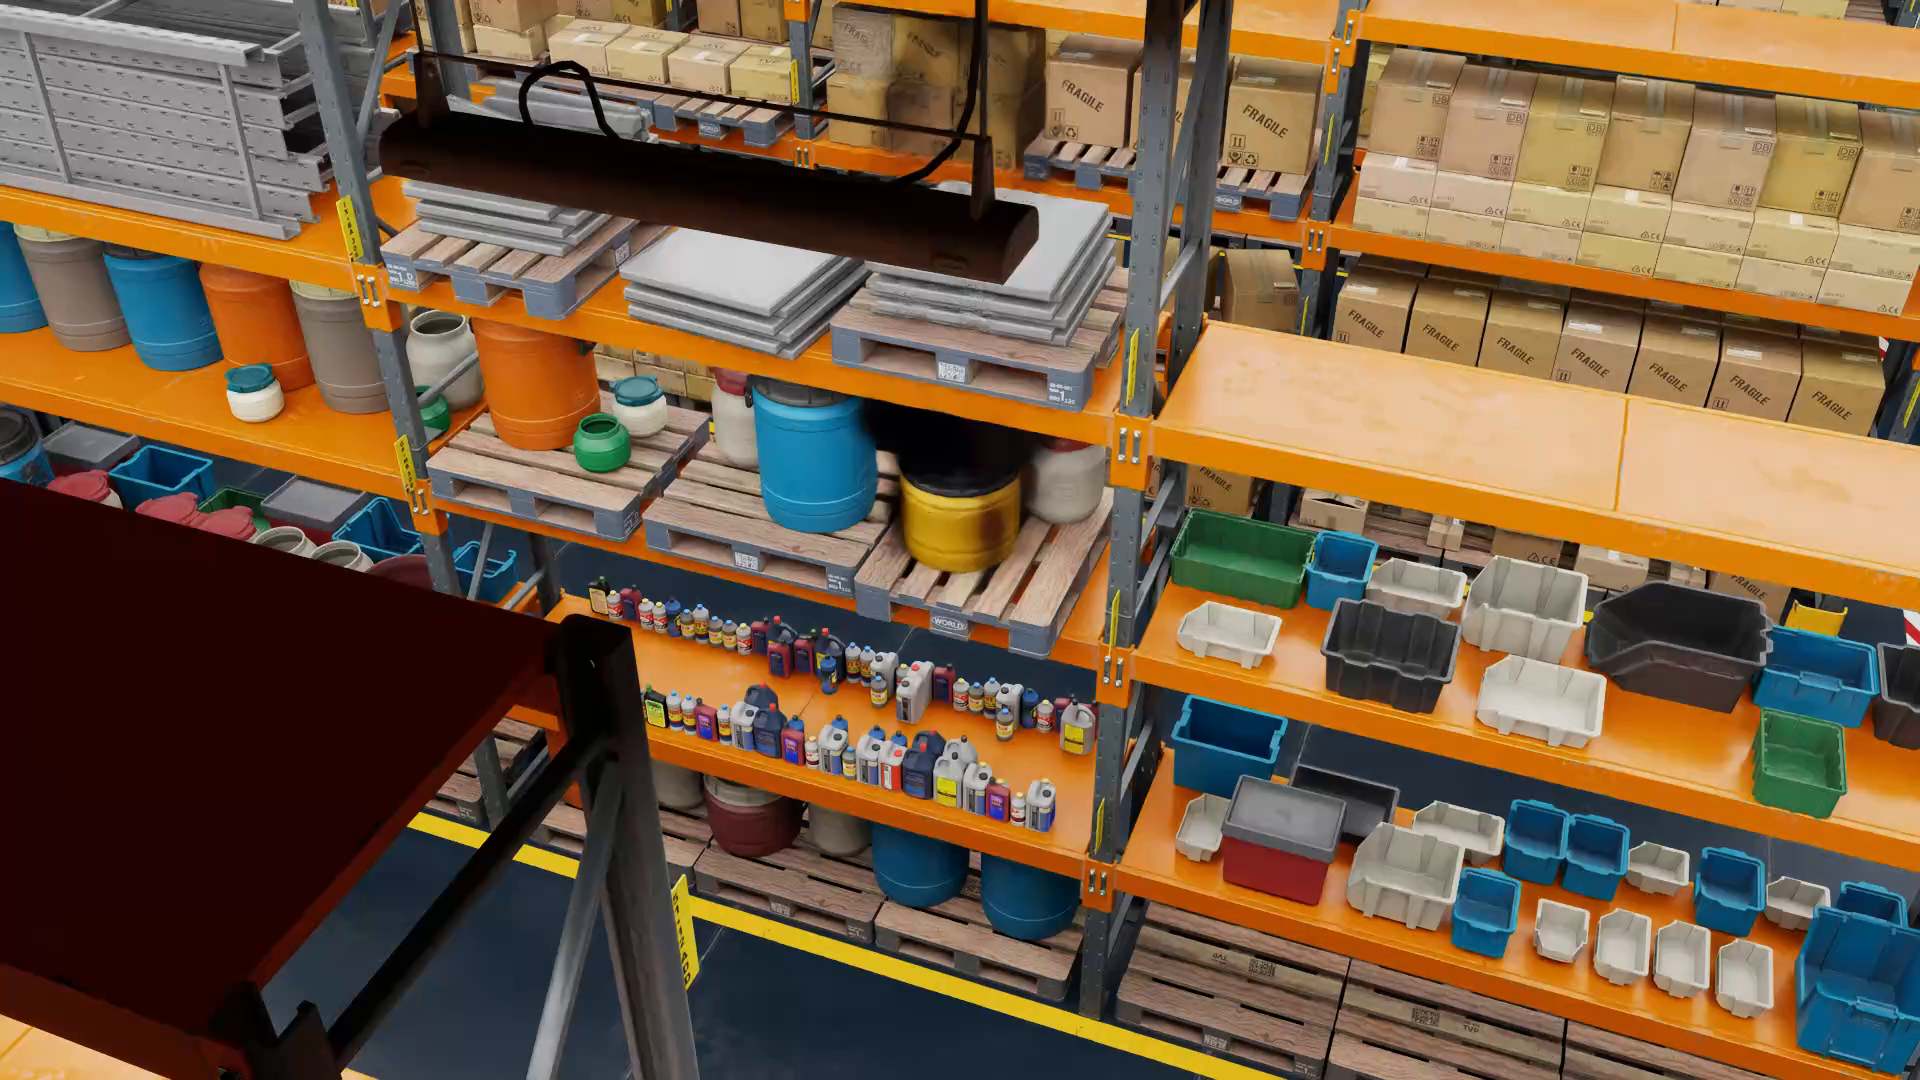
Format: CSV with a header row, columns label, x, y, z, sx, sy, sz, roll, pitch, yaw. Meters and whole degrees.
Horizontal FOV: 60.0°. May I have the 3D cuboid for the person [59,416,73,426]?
label,x,y,z,sx,sy,sz,roll,pitch,yaw
person,-7.484,-1.174,13.726,0.666,1.530,0.527,17,40,21
